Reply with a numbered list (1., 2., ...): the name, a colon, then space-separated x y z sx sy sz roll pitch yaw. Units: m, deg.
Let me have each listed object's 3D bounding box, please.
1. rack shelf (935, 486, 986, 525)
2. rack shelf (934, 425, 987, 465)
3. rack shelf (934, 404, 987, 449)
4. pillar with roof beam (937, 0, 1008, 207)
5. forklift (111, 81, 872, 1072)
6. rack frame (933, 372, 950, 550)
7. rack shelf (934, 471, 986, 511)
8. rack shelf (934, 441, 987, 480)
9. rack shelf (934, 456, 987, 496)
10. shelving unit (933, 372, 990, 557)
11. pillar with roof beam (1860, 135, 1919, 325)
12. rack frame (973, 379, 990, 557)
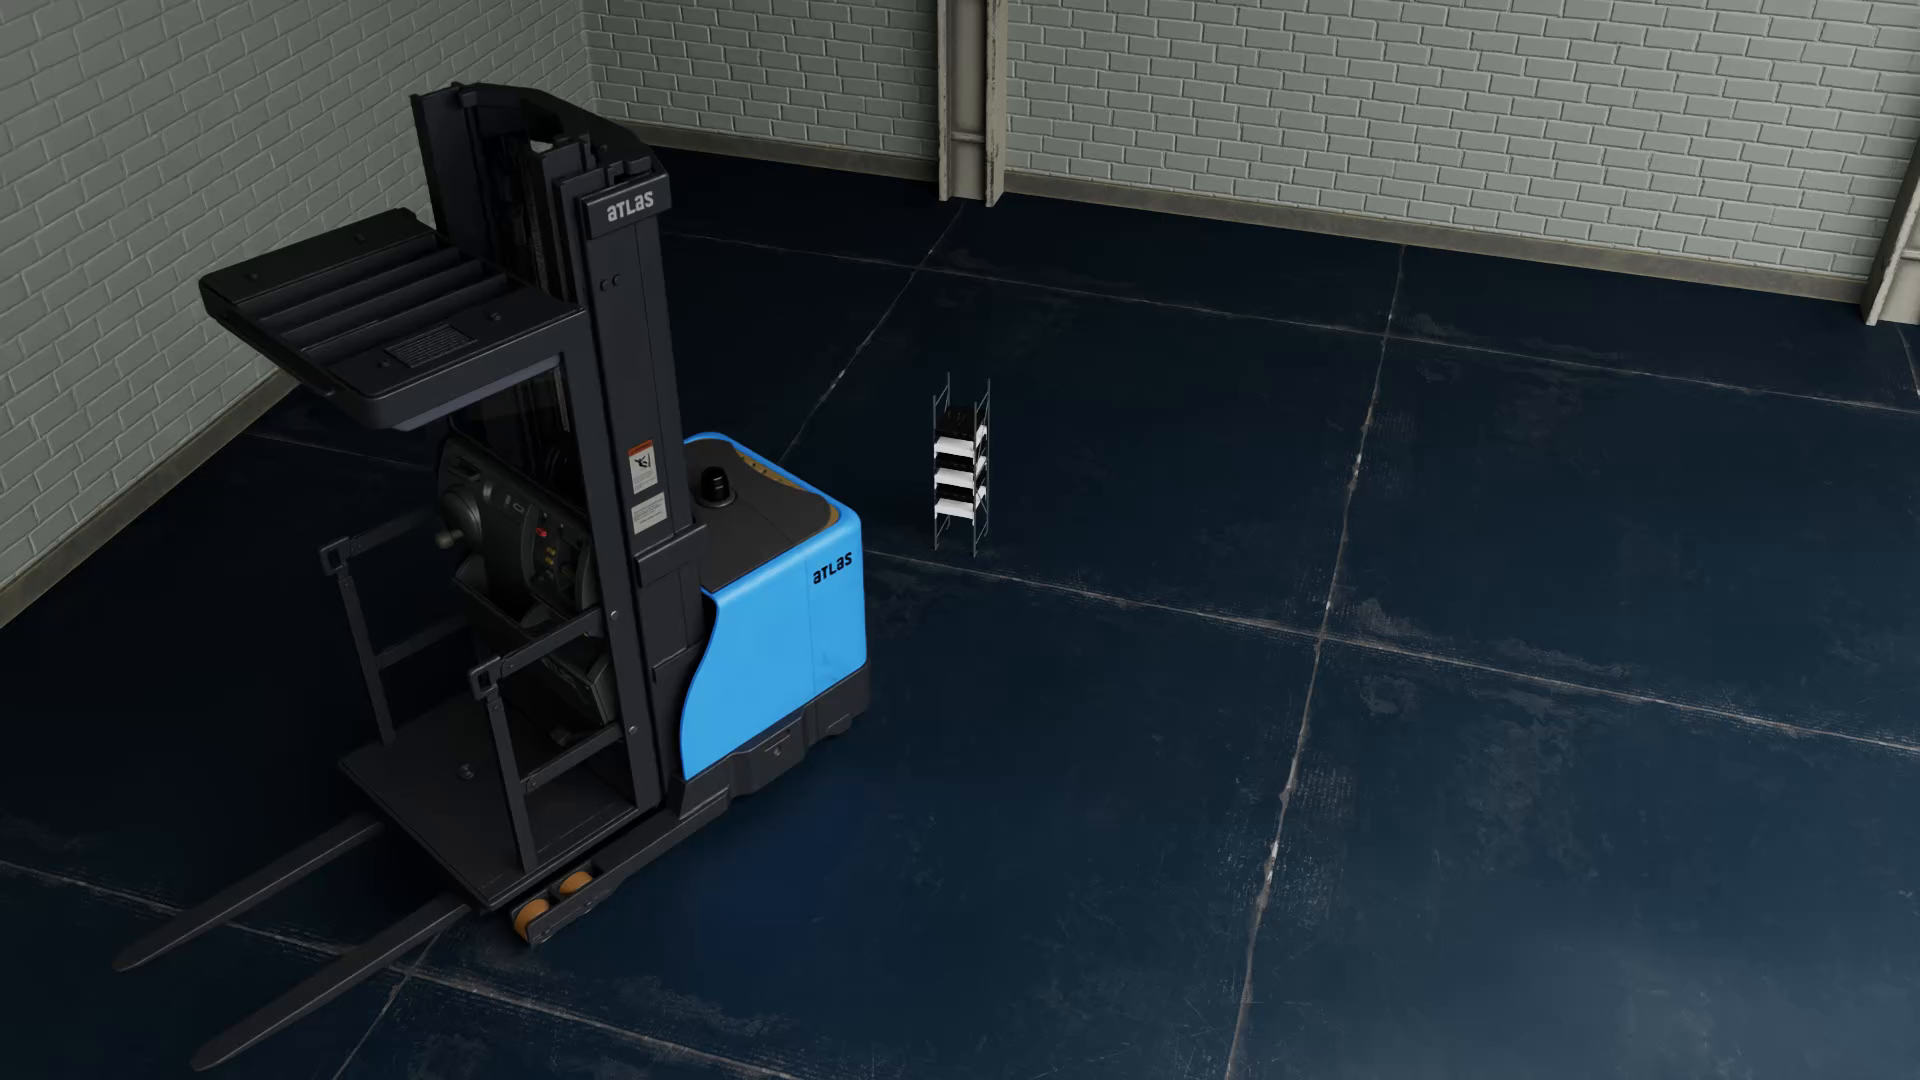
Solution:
1. rack shelf: 0.008 -0.189 8.293 0.200 0.077 0.258 10 38 14
2. rack shelf: 0.008 -0.479 8.079 0.200 0.077 0.258 10 38 14
3. rack shelf: 0.008 -0.552 8.026 0.200 0.077 0.258 10 38 14
4. pillar with roof beam: -1.201 -3.629 5.775 0.400 9.000 9.100 10 38 14
5. forklift: -1.772 0.012 5.946 1.130 2.935 3.031 30 46 34
6. rack frame: -0.089 -0.379 8.191 0.006 0.900 0.240 10 38 14
7. rack shelf: 0.008 -0.262 8.239 0.200 0.077 0.258 10 38 14
8. rack shelf: 0.008 -0.407 8.133 0.200 0.077 0.258 10 38 14
9. rack shelf: 0.008 -0.334 8.186 0.200 0.077 0.258 10 38 14
10. shelving unit: 0.008 -0.361 8.166 0.210 0.900 0.258 10 38 14
11. pillar with roof beam: 4.526 -2.569 4.334 0.400 9.000 9.100 10 38 14
12. rack frame: 0.105 -0.343 8.142 0.006 0.900 0.240 10 38 14
